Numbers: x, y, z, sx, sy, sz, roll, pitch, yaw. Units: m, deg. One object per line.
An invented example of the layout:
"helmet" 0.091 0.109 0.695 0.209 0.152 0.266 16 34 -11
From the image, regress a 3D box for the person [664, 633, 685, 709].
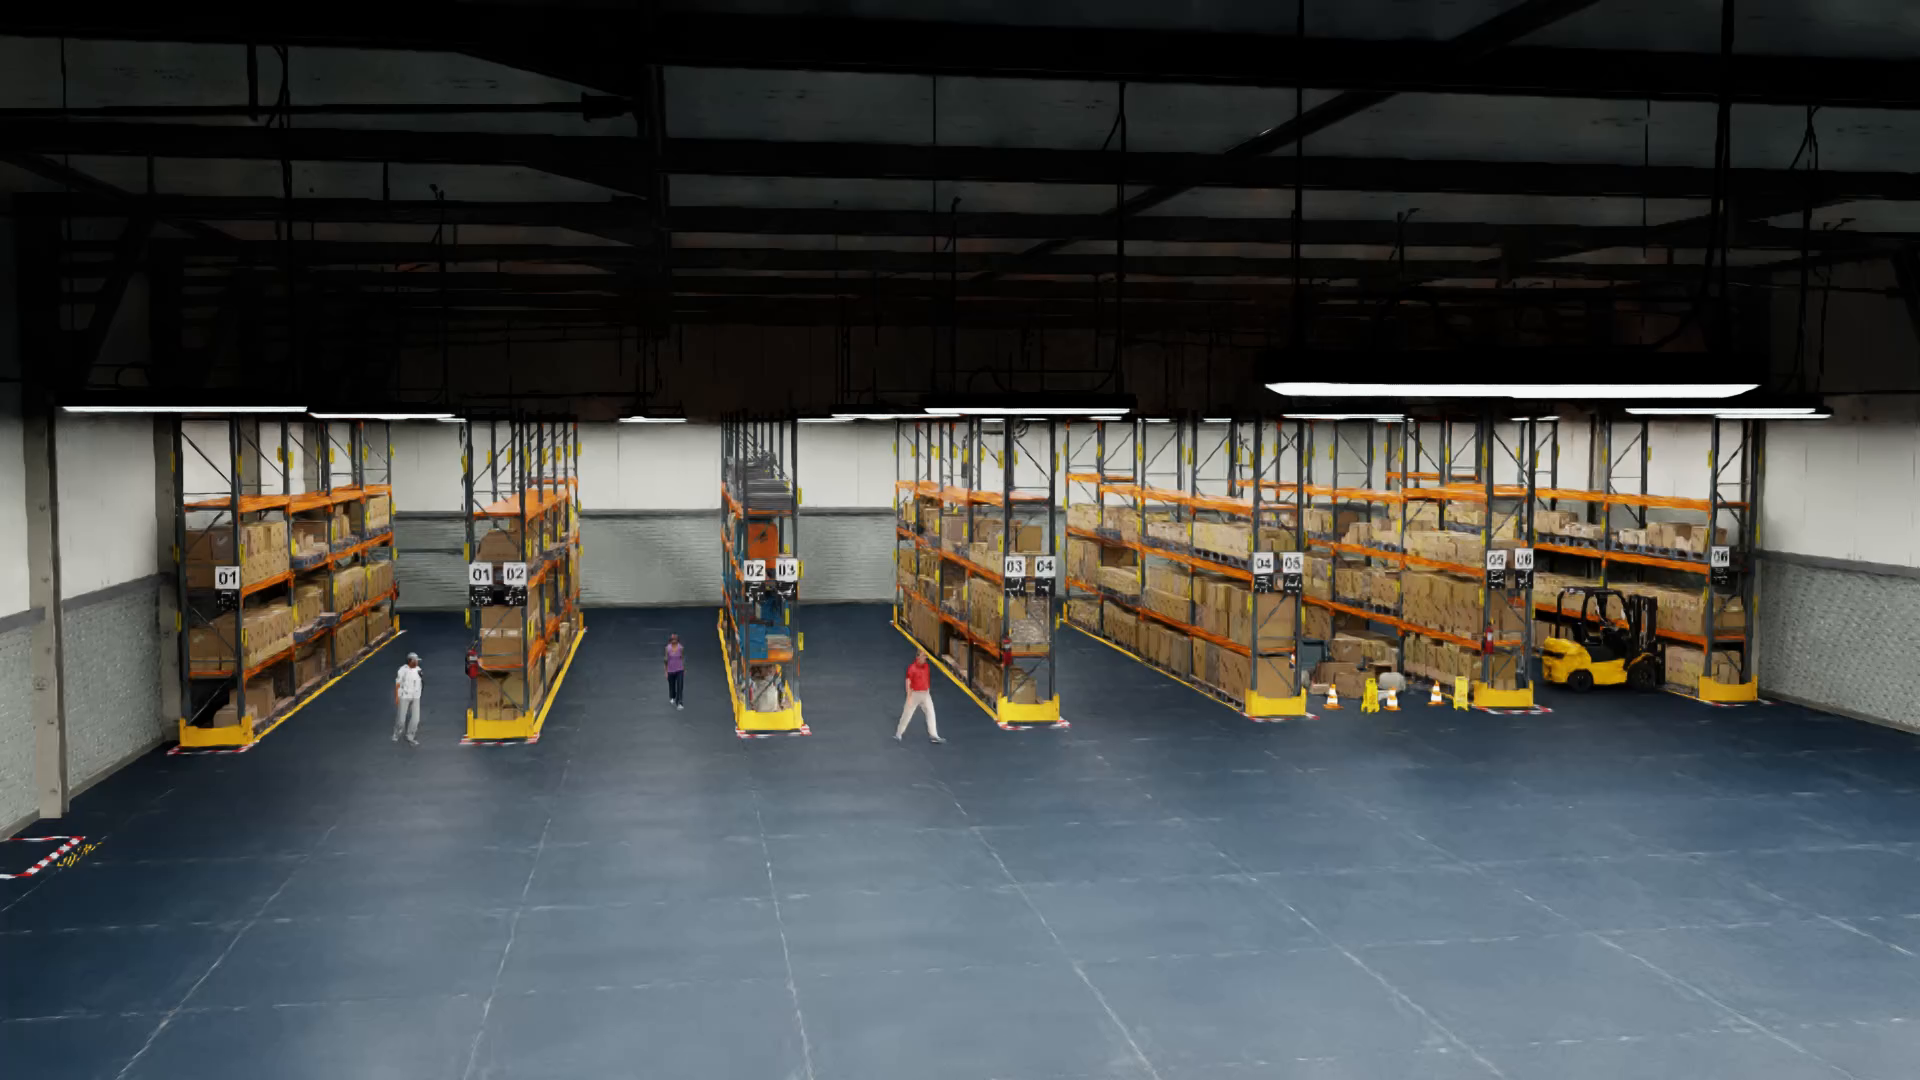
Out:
"person" -5.759 2.607 33.510 0.417 1.478 1.011 -1 4 -7

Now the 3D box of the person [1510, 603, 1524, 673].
"person" 12.760 2.247 38.287 0.511 1.596 0.494 1 4 21

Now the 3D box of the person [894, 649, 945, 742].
"person" -0.762 2.790 29.844 0.621 1.691 0.953 -3 5 -36

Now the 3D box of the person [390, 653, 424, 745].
"person" -9.901 2.830 29.744 0.589 1.647 0.555 4 6 44
